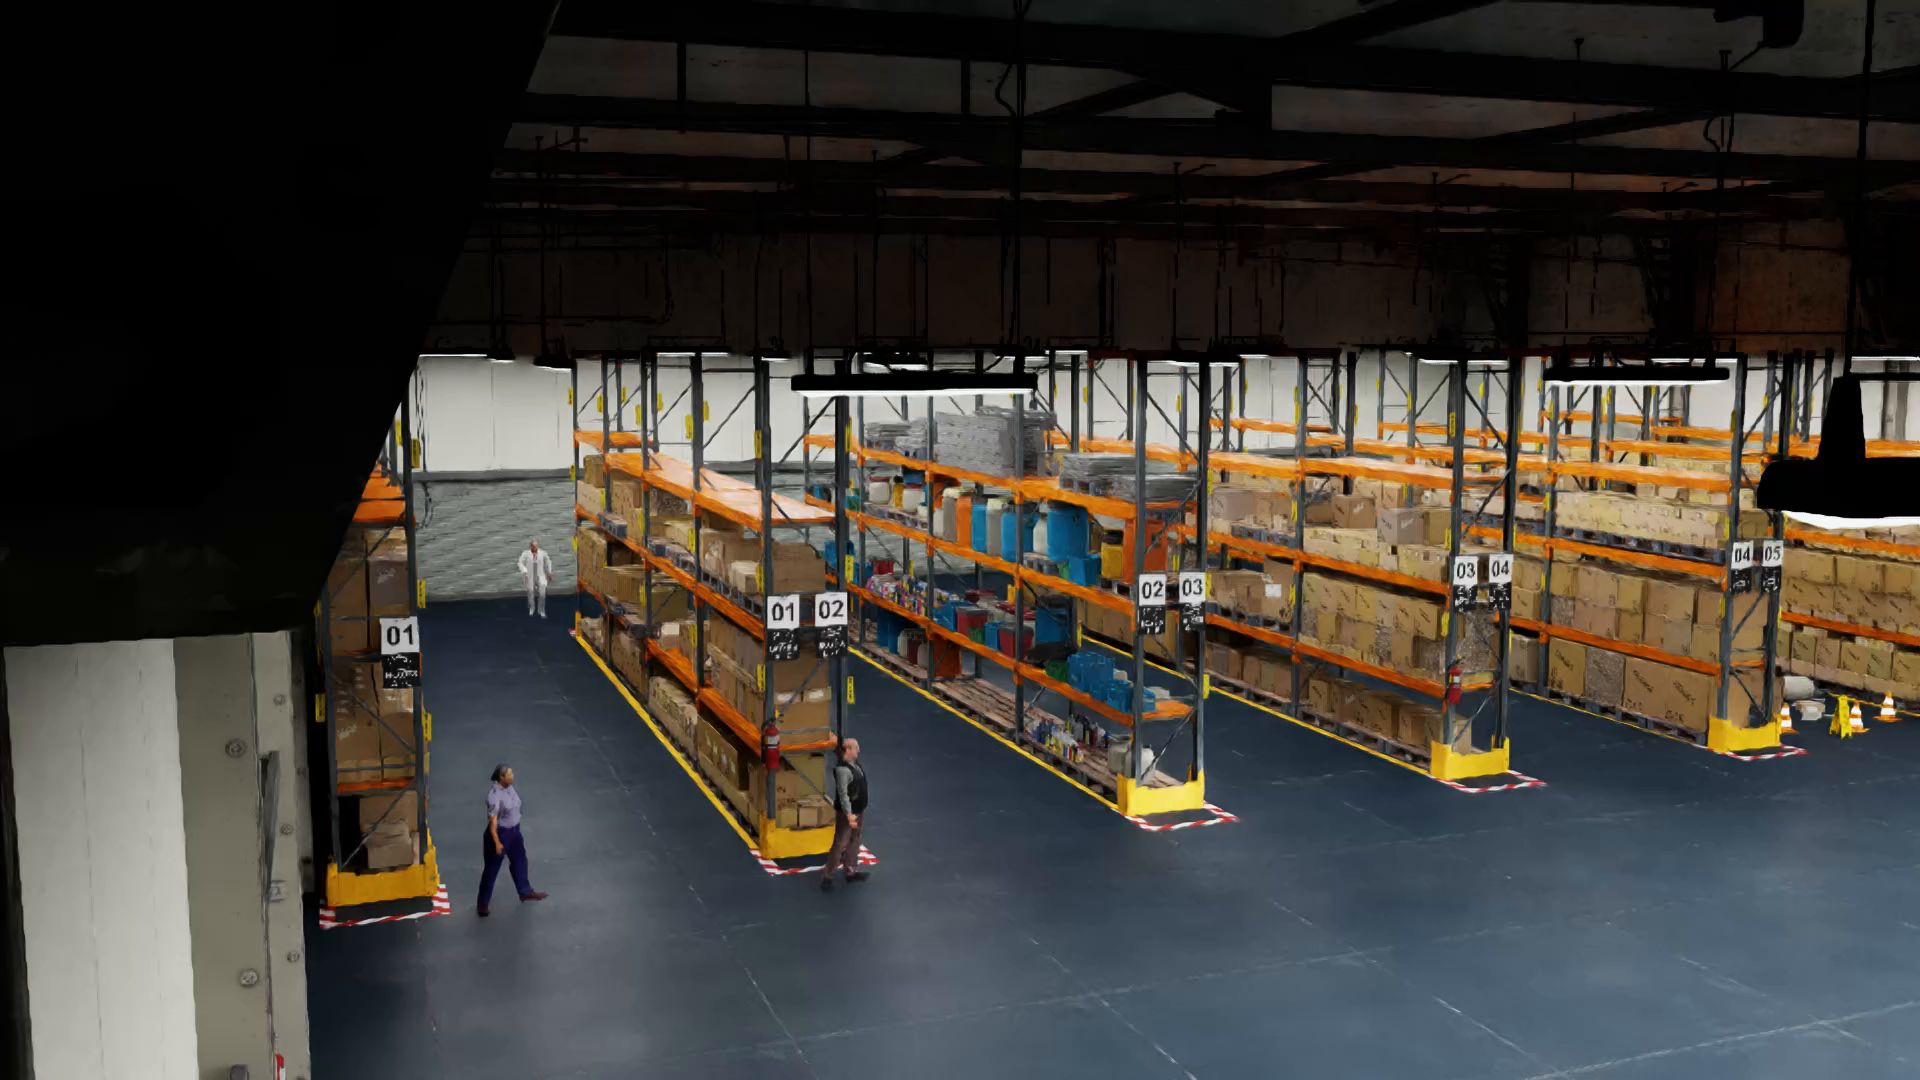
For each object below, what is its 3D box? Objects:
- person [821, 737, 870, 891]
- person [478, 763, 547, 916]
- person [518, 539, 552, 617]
[{"bbox_3d":[-1.330,3.123,19.043,0.459,1.721,0.690,2,7,17],"label":"person"},{"bbox_3d":[-4.990,3.251,18.290,0.564,1.624,0.731,2,7,16],"label":"person"},{"bbox_3d":[-9.515,0.838,37.291,0.748,1.740,0.742,-2,7,-16],"label":"person"}]
